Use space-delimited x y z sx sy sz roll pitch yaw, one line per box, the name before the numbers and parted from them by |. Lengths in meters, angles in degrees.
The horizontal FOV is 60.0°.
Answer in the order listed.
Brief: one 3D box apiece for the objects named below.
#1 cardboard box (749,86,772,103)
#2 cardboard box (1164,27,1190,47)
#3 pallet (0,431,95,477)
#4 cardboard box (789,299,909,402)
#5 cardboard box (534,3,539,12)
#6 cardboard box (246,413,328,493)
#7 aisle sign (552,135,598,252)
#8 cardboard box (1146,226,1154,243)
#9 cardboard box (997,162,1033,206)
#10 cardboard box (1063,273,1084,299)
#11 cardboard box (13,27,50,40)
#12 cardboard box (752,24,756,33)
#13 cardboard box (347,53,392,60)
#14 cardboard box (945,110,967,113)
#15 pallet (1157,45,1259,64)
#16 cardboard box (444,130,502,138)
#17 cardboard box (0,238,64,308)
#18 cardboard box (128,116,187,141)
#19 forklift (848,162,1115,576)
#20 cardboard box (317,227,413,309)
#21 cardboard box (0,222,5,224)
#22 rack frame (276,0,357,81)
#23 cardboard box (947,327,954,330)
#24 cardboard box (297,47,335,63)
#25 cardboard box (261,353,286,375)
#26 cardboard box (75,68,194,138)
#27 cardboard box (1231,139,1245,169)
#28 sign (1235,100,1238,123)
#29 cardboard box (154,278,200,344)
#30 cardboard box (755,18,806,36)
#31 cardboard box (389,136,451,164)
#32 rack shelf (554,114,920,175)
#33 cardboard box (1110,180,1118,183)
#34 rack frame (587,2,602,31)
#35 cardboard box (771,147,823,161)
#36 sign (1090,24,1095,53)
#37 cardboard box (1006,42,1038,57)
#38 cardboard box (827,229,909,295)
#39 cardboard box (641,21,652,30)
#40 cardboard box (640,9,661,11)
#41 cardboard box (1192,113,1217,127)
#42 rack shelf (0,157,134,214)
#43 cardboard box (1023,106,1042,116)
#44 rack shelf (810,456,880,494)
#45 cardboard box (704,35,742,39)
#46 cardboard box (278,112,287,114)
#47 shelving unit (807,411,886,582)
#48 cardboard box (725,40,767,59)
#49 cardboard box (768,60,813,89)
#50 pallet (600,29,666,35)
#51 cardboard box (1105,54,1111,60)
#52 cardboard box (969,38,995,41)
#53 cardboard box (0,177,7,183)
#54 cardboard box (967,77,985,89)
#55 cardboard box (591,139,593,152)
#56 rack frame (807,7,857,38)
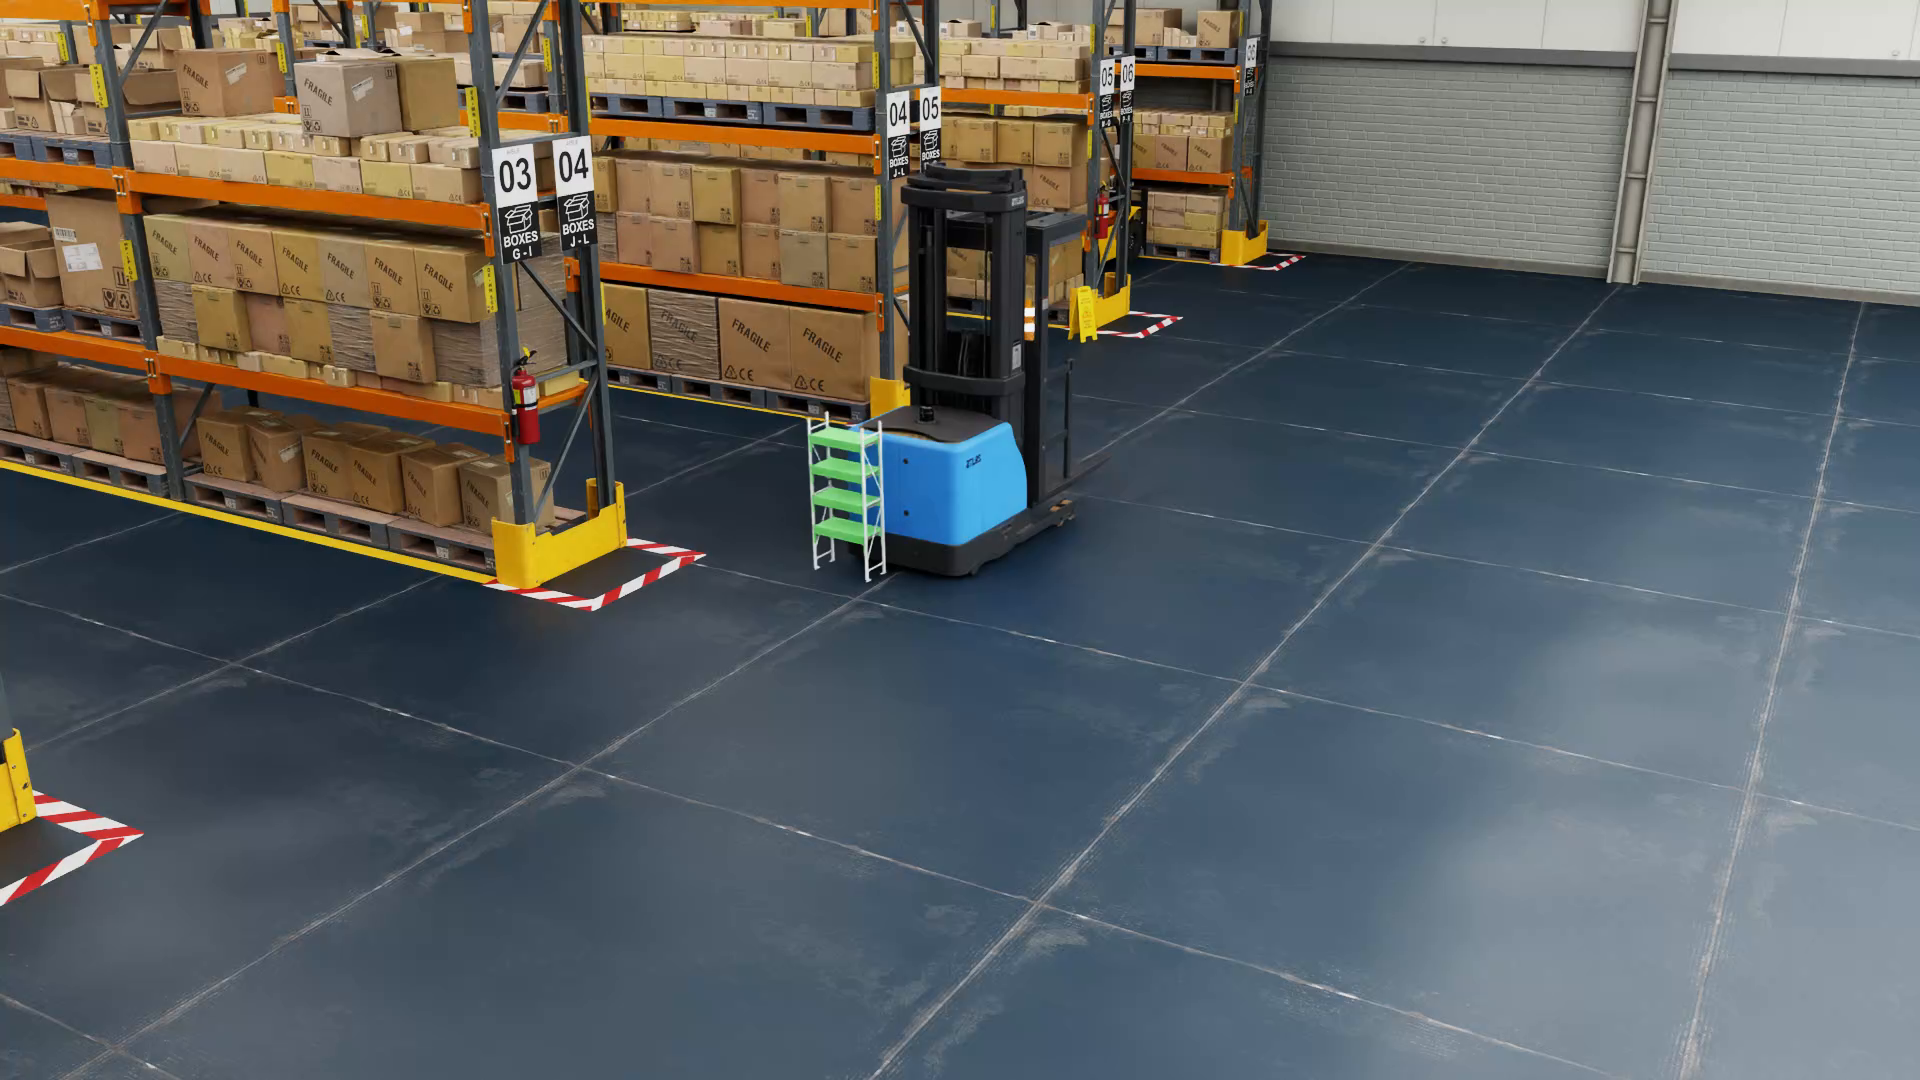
cardboard box | -1.838 -4.345 16.152 0.250 0.149 0.380 10 22 27
cardboard box | 3.157 -7.335 24.222 0.258 0.266 0.396 11 23 27
pallet | -8.243 -0.911 15.568 1.213 0.211 1.003 11 23 27
cardboard box | -1.118 -1.977 16.916 0.875 0.875 0.875 11 23 28
cardboard box | -7.232 -9.458 29.692 0.500 0.250 0.500 10 22 26
cardboard box | -5.660 -0.741 14.060 0.500 0.500 0.500 -17 26 -39
aisle sign | -2.801 -2.526 12.119 0.004 0.787 0.394 11 23 27
cardboard box | 2.823 -4.714 25.379 0.500 0.250 0.500 11 23 28
cardboard box | 0.789 -4.455 20.666 0.500 0.500 0.500 11 23 27
cardboard box | 1.263 -3.297 21.471 0.500 0.250 0.500 11 22 27
cardboard box | -12.018 -6.561 21.558 0.250 0.149 0.380 12 23 29
cardboard box | -3.378 -8.548 27.766 0.250 0.149 0.380 10 22 26
cardboard box | -6.516 -5.330 18.720 0.500 0.250 0.500 11 23 29
cardboard box | -0.071 -6.756 26.492 0.250 0.149 0.380 11 23 27
pallet | 3.645 -7.148 24.402 1.213 0.211 1.003 11 23 27
cardboard box | -3.588 -2.944 12.319 0.250 0.149 0.380 10 22 26
cardboard box | -8.052 -2.397 14.808 0.637 0.503 0.797 13 24 33
cardboard box | -6.360 -3.272 13.222 0.250 0.149 0.380 10 22 26
forklift | 0.321 -1.561 13.370 1.130 2.935 3.031 12 23 29
cardboard box | -4.476 -2.065 12.611 0.500 0.500 0.500 11 23 27
cardboard box | -13.876 -4.470 23.982 0.250 0.149 0.380 11 23 28
rack frame | -7.478 -6.836 19.013 0.127 3.000 1.000 11 23 27
cardboard box | -0.297 -2.452 19.906 0.380 0.149 0.250 -11 23 -29
cardboard box | -7.847 -5.647 19.988 0.500 0.500 0.500 11 23 27
cardboard box | -5.349 -1.447 13.323 0.250 0.149 0.380 11 23 27
cardboard box | -6.855 -3.654 13.874 0.637 0.503 0.797 10 22 25
cardboard box | 3.952 -5.866 24.991 0.500 0.500 0.500 12 23 29
sign | 3.973 -6.150 23.876 0.005 0.325 0.100 11 23 27
cardboard box | -6.130 -1.984 13.853 0.500 0.500 0.875 11 23 27
cardboard box | -2.415 -6.909 22.486 0.500 0.250 0.500 10 22 26
cardboard box | -3.858 -2.797 11.913 0.250 0.149 0.380 10 22 25
rack shelf | -2.240 -4.090 16.897 4.000 0.370 1.077 11 23 27
cardboard box | 2.166 -5.502 26.084 0.500 0.250 0.500 11 23 28
rack frame | -6.227 -10.470 29.031 0.127 3.000 1.000 11 23 27
cardboard box | -2.175 -5.234 22.195 0.500 0.500 0.500 10 22 26
sign | 1.544 -5.840 19.369 0.005 0.325 0.100 11 23 27
cardboard box | 0.758 -5.960 20.196 0.250 0.149 0.380 11 23 28
cardboard box | -0.840 -2.804 16.476 0.550 0.550 0.875 11 23 27
cardboard box | -5.267 -8.849 28.567 0.250 0.149 0.380 11 22 27
cardboard box | -5.450 -9.236 29.198 0.250 0.149 0.380 10 22 26
cardboard box | 3.603 -6.174 24.453 0.250 0.149 0.380 11 23 27
rack shelf | -8.239 -3.295 14.706 4.000 0.370 1.077 11 23 27
cardboard box | 1.172 -6.658 25.787 0.250 0.149 0.380 11 23 28
rack shelf | -0.852 -0.490 12.431 0.480 0.148 0.258 13 25 31
cardboard box | -2.410 -5.086 17.024 0.250 0.149 0.380 10 22 27
cardboard box | -10.513 -6.939 26.483 0.500 0.500 0.500 11 23 28
shelving unit | -0.850 -0.326 12.494 0.503 1.200 0.258 13 25 31
cardboard box | -2.063 -4.763 16.135 0.250 0.149 0.380 10 22 27
cardboard box | -1.494 -4.491 15.968 0.500 0.250 0.500 11 23 27
pallet | -5.692 -8.842 29.218 1.003 0.211 1.213 11 23 27
cardboard box | 1.523 -5.818 20.390 0.500 0.250 0.500 10 22 26
cardboard box | 0.308 -6.225 20.927 0.250 0.149 0.380 11 23 28
cardboard box | -12.856 -5.126 22.516 0.500 0.500 0.500 10 22 26
cardboard box | 0.280 -5.665 20.553 0.250 0.149 0.380 10 22 26
cardboard box | -5.474 -5.828 24.520 0.500 0.250 0.500 11 22 27
rack frame | -1.660 -7.661 21.288 0.127 3.000 1.000 11 23 27
